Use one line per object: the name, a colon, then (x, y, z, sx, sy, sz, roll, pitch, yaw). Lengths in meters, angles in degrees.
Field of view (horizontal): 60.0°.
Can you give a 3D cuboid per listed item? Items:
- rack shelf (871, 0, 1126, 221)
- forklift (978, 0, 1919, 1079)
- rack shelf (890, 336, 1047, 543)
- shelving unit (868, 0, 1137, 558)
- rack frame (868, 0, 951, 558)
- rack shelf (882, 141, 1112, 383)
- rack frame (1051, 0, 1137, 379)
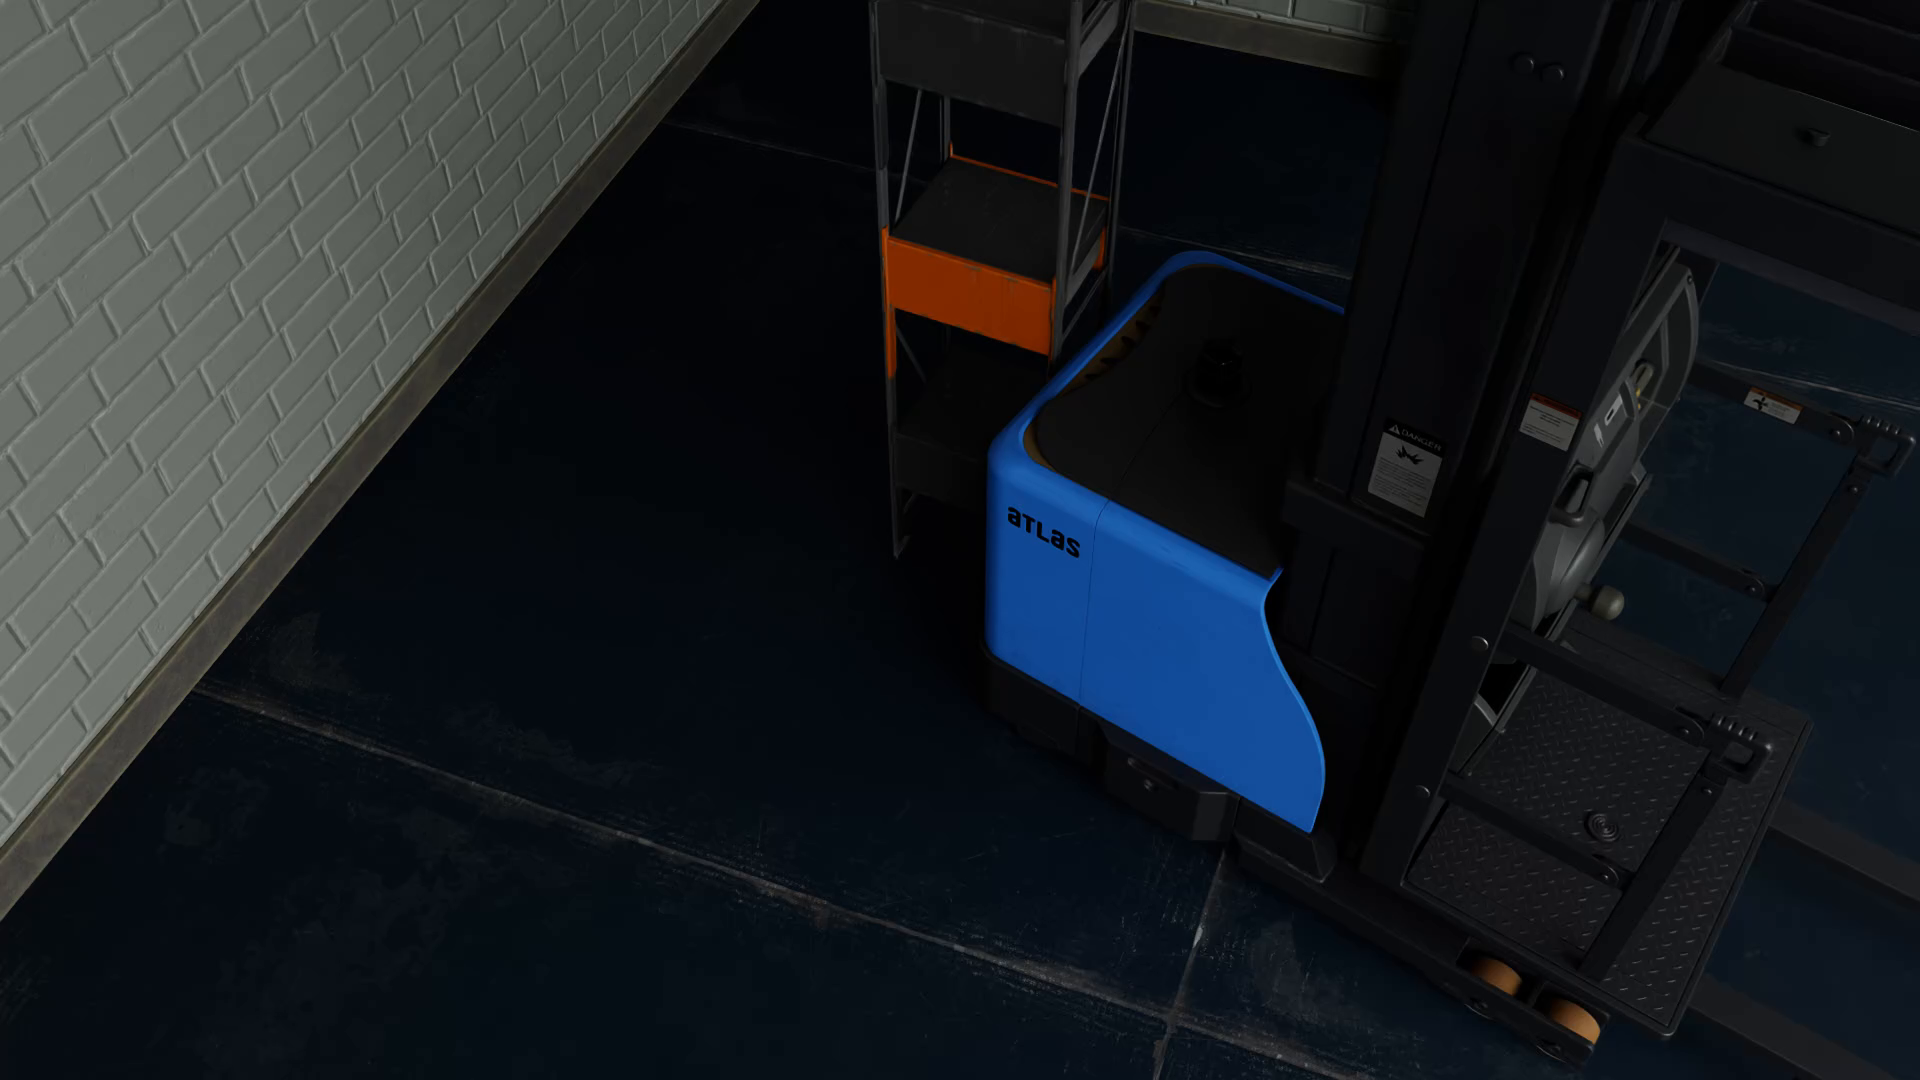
rack shelf: (0.104, -1.143, 3.943, 0.480, 0.518, 0.431, 19, 52, 16)
forklift: (1.548, -0.131, 3.424, 3.031, 2.935, 1.130, 28, 55, 22)
rack shelf: (0.104, -0.226, 5.001, 0.480, 0.518, 0.431, 19, 52, 16)
shelving unit: (0.104, -0.694, 4.462, 0.503, 2.100, 0.431, 19, 52, 16)
rack frame: (-0.117, -0.772, 4.529, 0.015, 2.100, 0.400, 19, 52, 16)
rack shelf: (0.104, -0.685, 4.472, 0.480, 0.518, 0.431, 19, 52, 16)
rack frame: (0.326, -0.616, 4.394, 0.015, 2.100, 0.400, 19, 52, 16)
